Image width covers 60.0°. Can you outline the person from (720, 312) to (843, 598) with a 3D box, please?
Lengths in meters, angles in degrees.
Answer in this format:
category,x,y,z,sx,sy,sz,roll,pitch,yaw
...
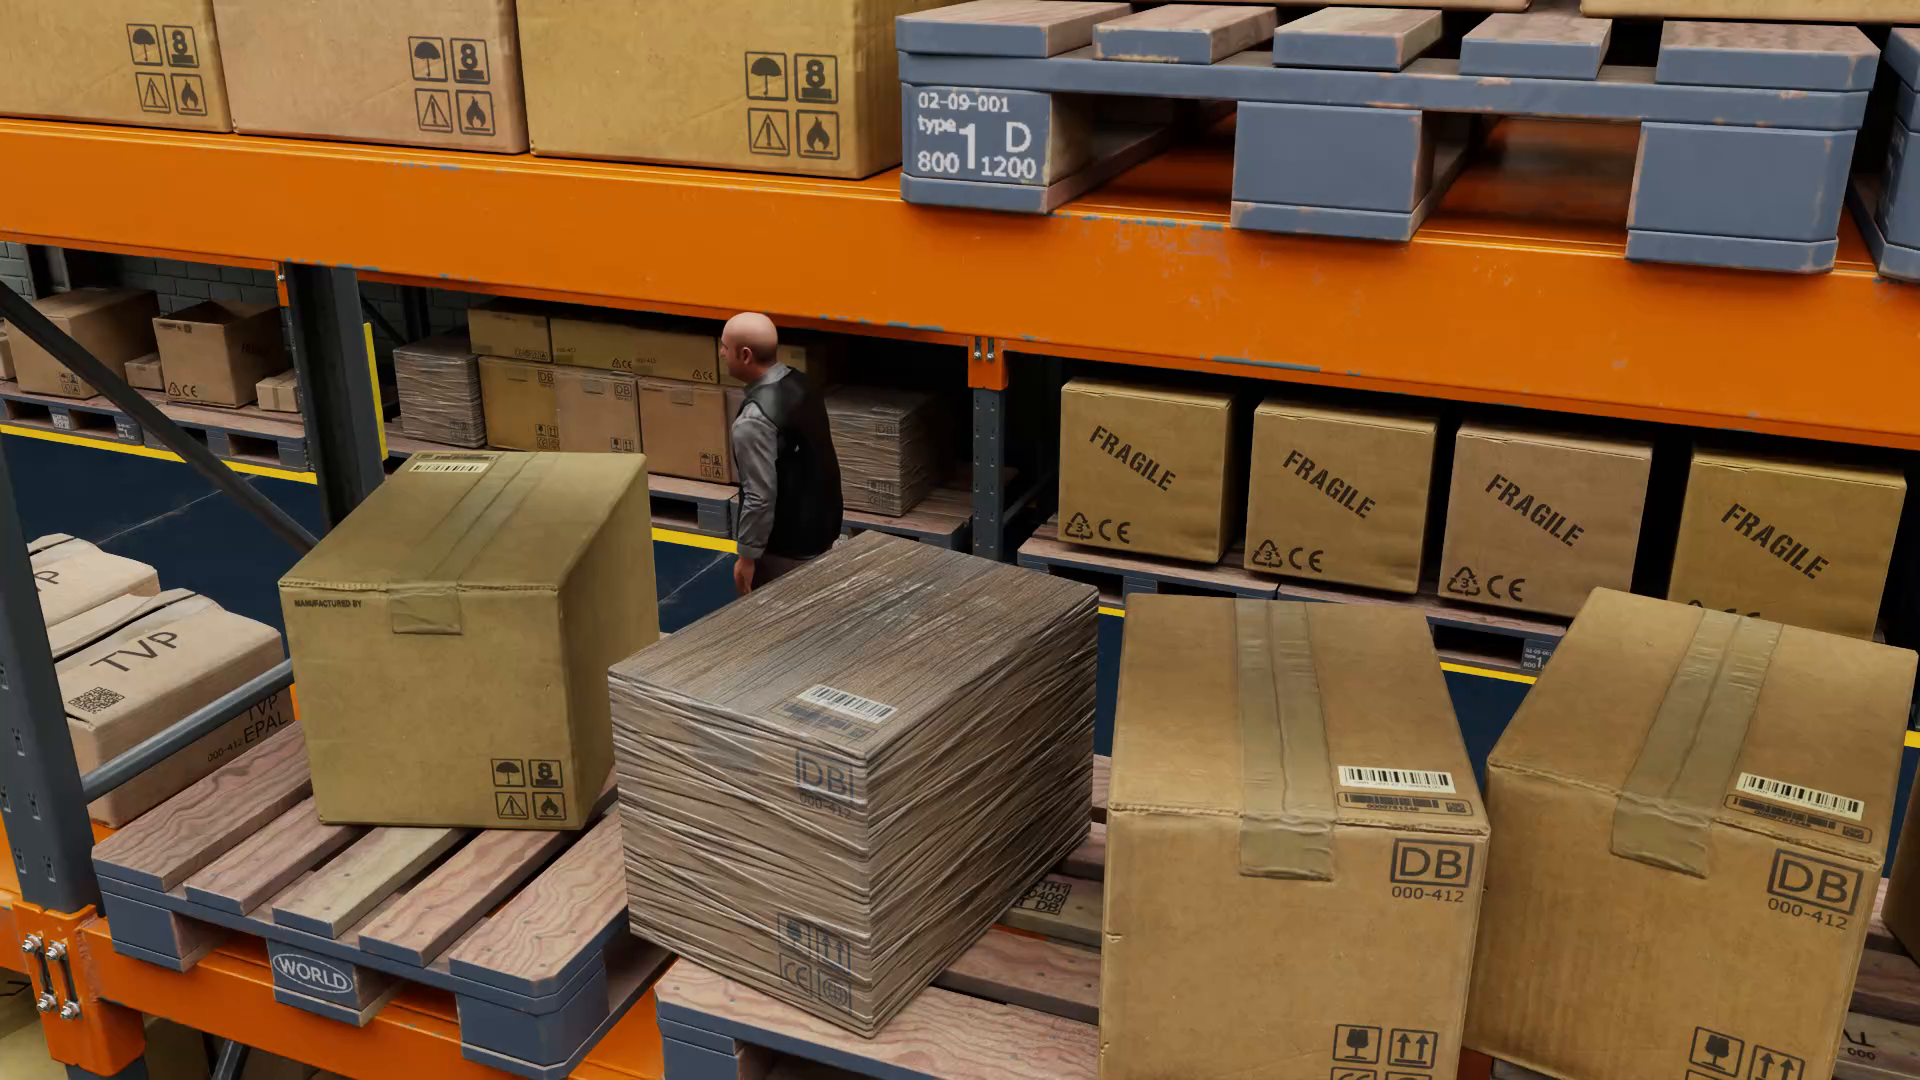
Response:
category,x,y,z,sx,sy,sz,roll,pitch,yaw
person,-0.650,0.004,6.113,0.424,1.720,0.592,7,23,17
